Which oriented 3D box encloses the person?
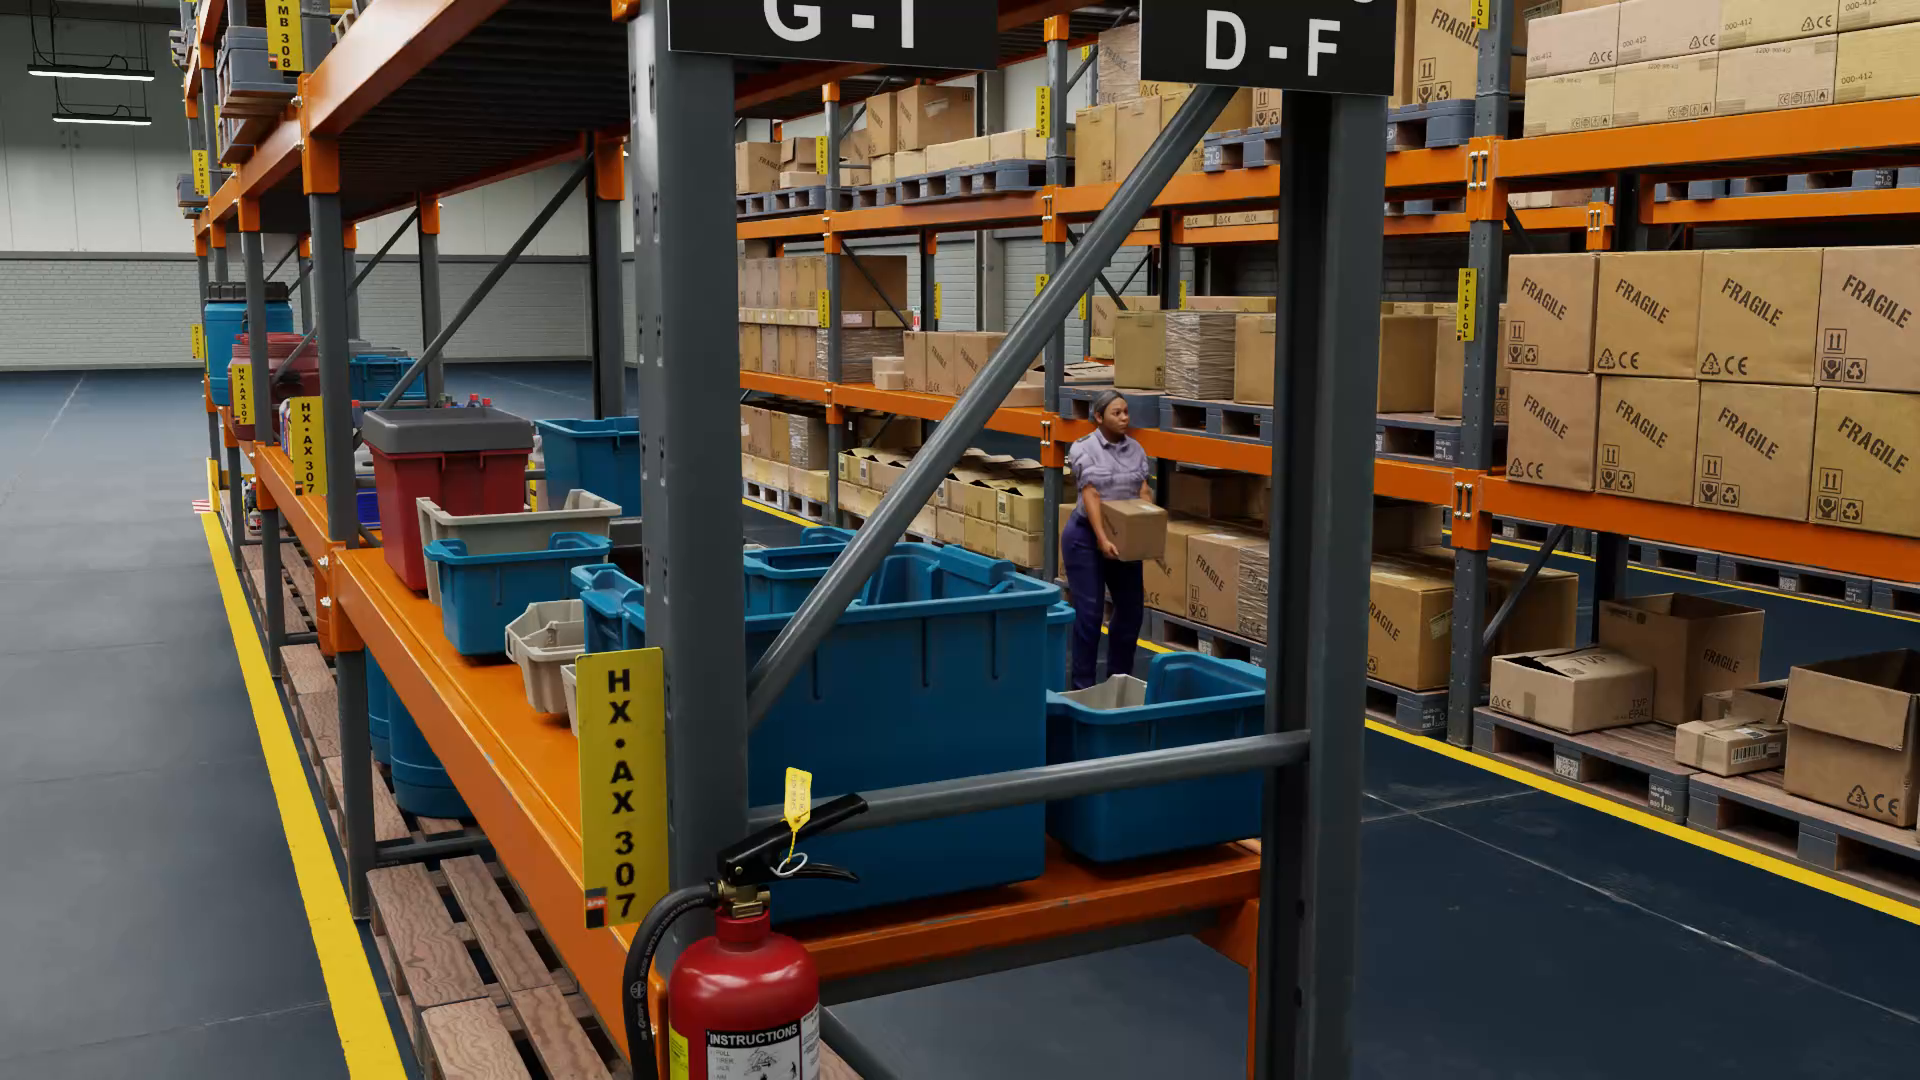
[{"bbox_3d":[0.803,0.047,8.624,0.434,1.645,0.499,-4,10,-27],"label":"person"}]
